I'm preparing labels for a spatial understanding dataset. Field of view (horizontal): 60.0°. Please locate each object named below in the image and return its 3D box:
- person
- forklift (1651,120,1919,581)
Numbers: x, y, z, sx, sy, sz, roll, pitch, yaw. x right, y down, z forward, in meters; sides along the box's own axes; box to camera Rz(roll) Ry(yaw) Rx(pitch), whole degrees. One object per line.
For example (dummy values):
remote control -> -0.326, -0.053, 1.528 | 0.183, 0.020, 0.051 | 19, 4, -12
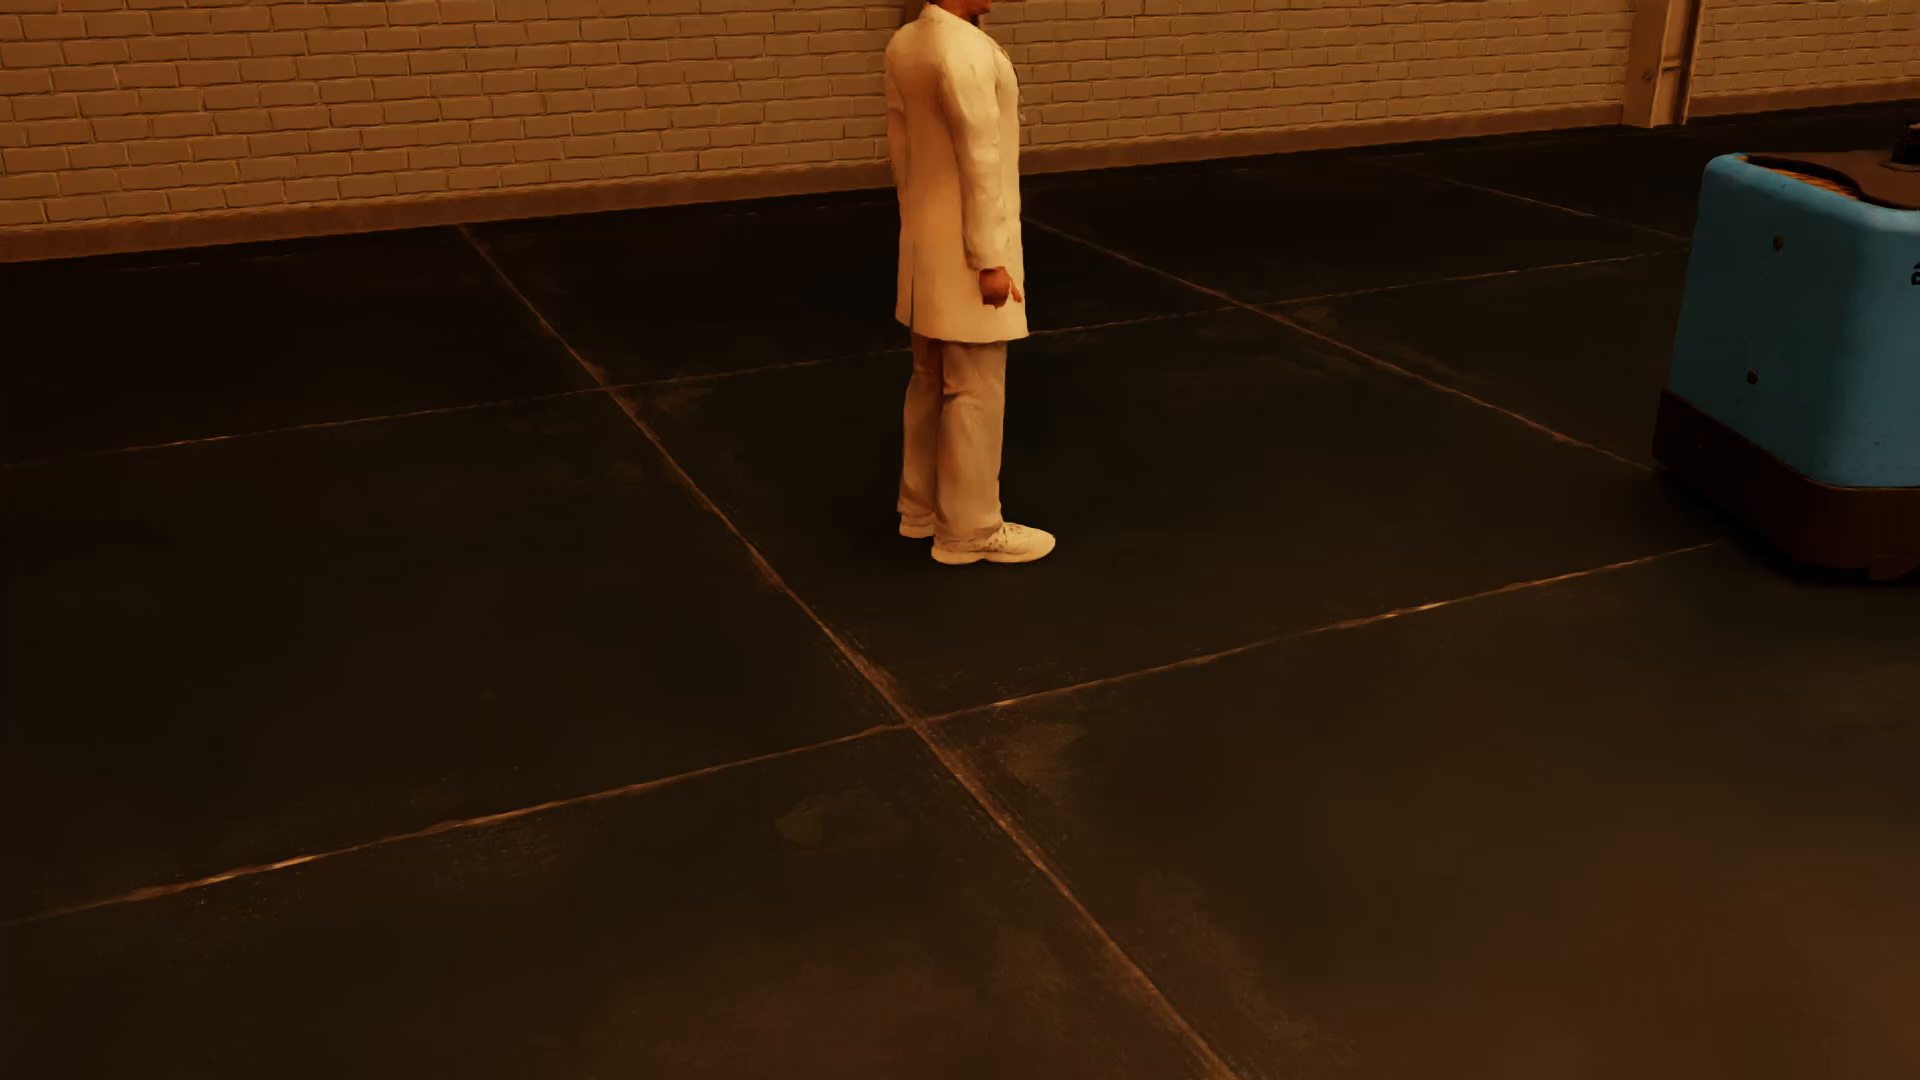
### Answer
person -> 0.023, -0.828, 4.776 | 0.377, 1.783, 0.558 | -10, 25, -23
forklift -> 3.873, -1.447, 4.770 | 3.031, 2.935, 1.130 | -2, 23, -4
